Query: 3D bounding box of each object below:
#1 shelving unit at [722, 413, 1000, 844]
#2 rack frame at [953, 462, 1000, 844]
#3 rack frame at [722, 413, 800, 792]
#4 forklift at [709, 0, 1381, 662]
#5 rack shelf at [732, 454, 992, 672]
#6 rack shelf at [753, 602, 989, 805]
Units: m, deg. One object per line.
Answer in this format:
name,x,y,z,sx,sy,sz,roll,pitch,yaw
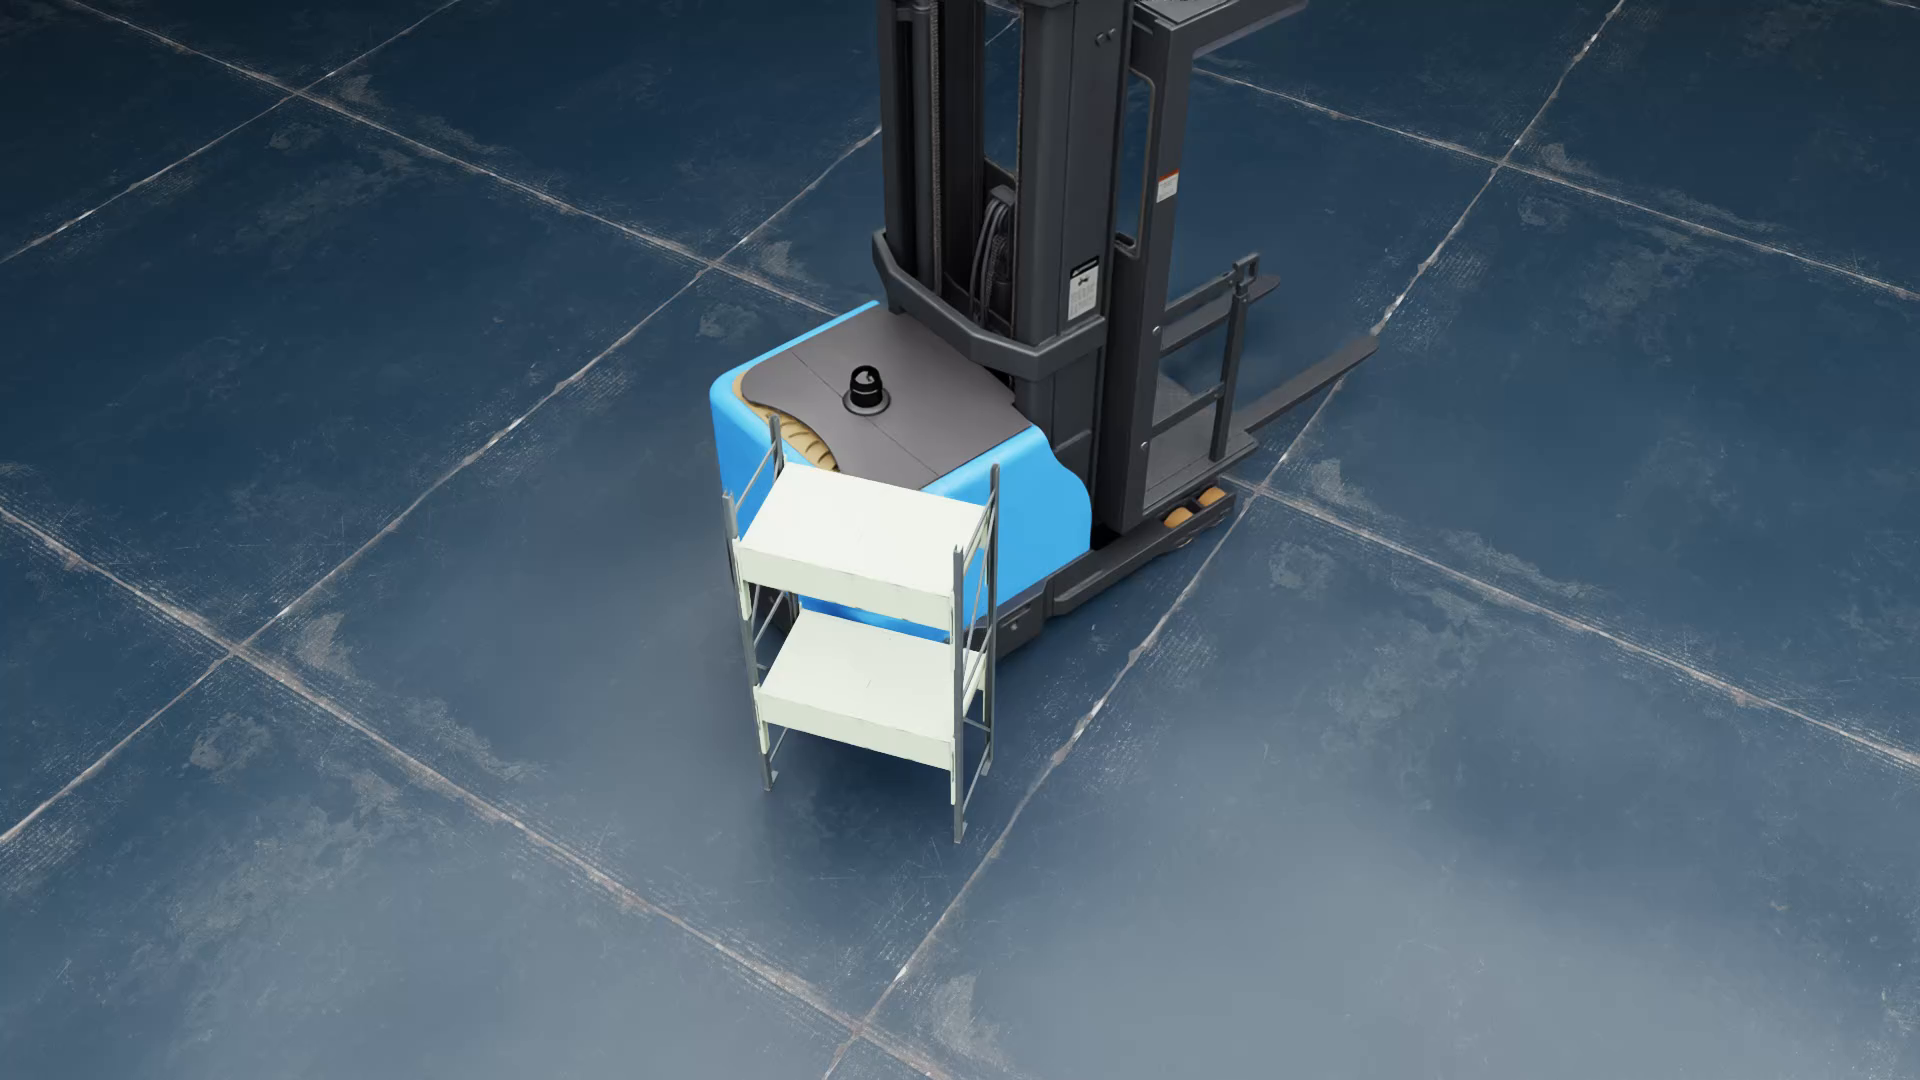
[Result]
shelving unit,-0.297,0.340,5.595,0.755,1.500,0.431,13,47,12
rack frame,0.051,0.422,5.516,0.023,1.500,0.400,13,47,12
rack frame,-0.645,0.259,5.674,0.023,1.500,0.400,13,47,12
forklift,0.530,-1.256,6.149,3.031,2.935,1.130,-31,53,-26
rack shelf,-0.297,0.068,5.315,0.720,0.370,0.431,13,47,12
rack shelf,-0.297,0.568,5.829,0.720,0.370,0.431,13,47,12
